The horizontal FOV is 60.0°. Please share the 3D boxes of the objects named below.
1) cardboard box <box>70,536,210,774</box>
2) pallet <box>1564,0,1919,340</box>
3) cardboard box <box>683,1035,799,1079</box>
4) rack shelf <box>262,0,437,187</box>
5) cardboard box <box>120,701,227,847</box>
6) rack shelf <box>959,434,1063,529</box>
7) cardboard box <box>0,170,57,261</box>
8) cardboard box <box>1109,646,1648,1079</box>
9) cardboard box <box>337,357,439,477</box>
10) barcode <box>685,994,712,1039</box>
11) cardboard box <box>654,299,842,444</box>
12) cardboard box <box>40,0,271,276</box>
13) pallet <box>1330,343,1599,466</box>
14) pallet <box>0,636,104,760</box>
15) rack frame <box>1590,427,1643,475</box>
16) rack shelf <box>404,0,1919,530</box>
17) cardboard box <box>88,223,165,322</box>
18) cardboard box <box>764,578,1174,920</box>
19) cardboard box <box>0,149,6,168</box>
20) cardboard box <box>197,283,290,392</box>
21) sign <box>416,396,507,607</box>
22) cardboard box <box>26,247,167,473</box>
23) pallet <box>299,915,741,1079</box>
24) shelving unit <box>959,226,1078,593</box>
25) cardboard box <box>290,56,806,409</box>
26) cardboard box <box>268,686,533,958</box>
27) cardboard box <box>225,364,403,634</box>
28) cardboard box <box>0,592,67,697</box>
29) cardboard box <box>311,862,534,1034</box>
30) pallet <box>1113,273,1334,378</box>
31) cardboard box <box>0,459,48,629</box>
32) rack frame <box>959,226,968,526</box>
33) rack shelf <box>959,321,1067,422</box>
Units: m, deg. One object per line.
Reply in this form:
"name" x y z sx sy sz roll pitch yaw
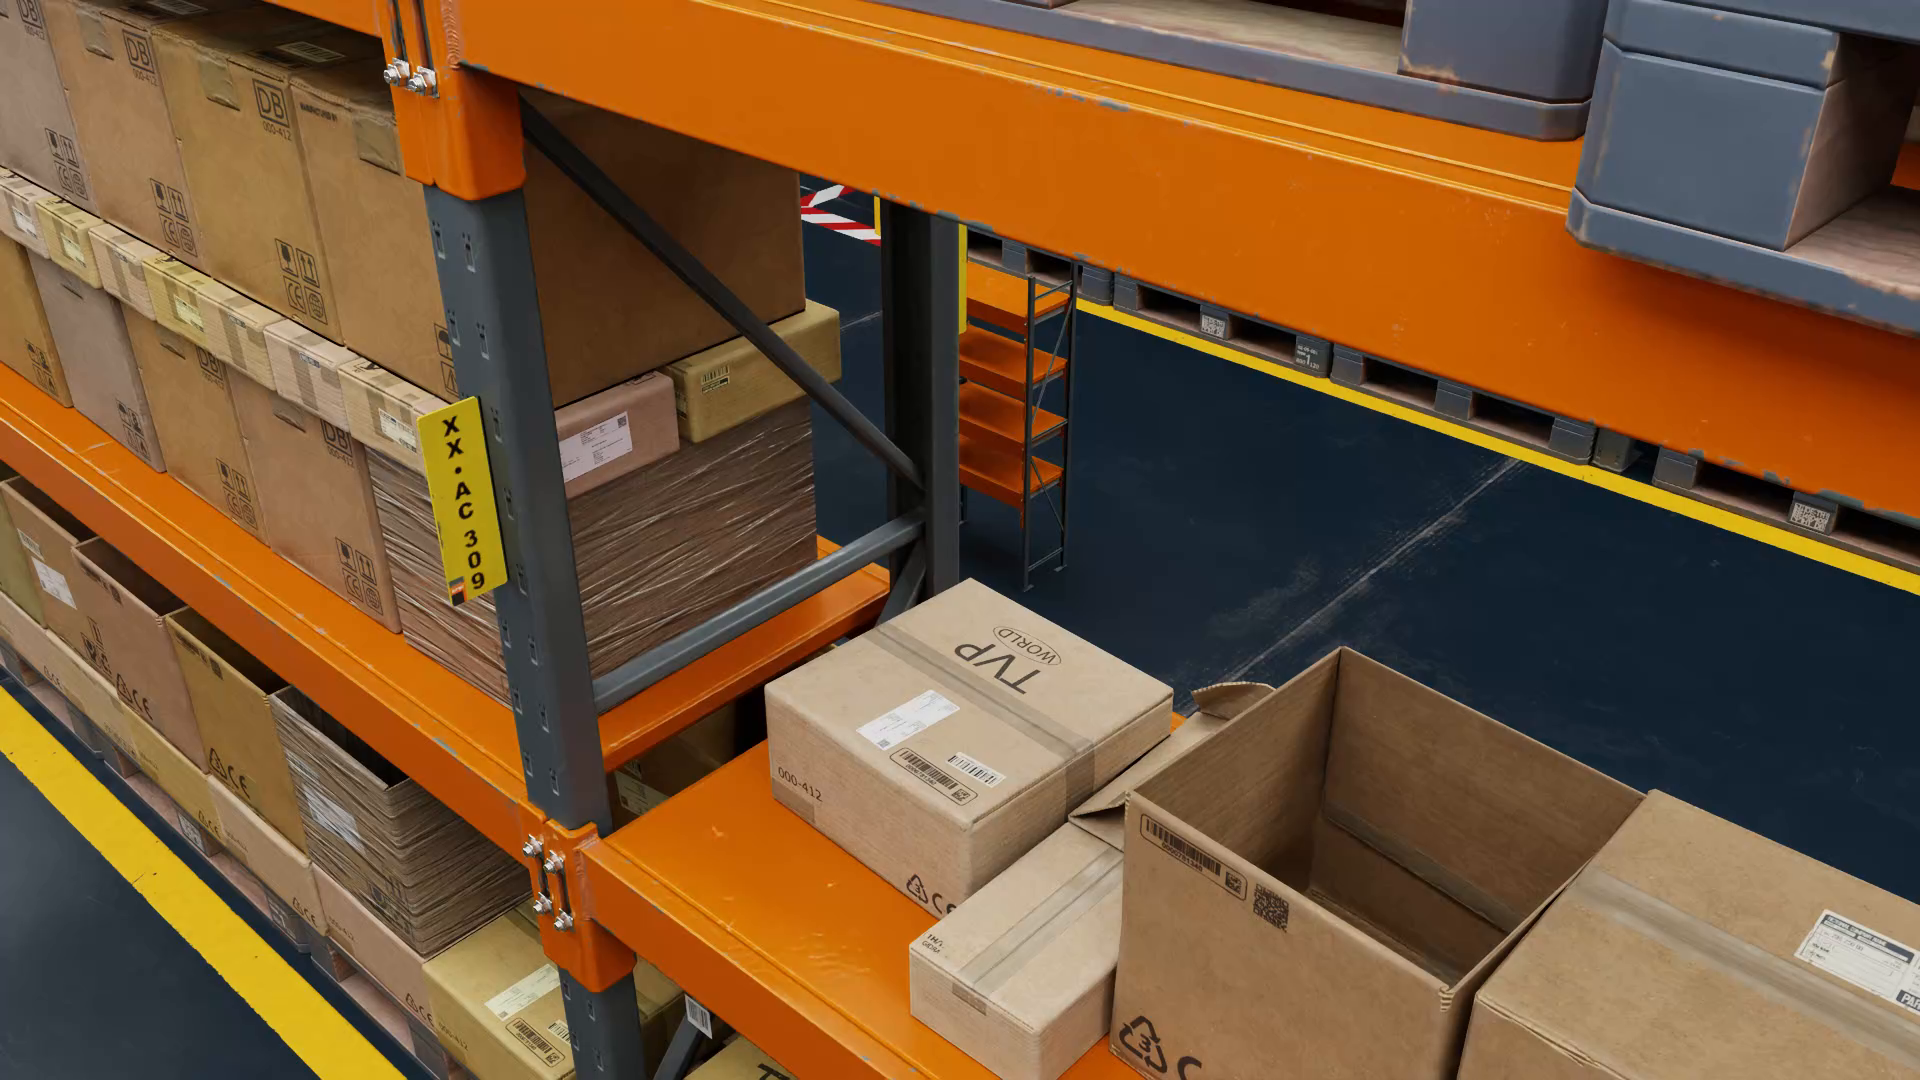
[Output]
"cardboard box" -1.987 0.220 4.507 0.500 0.500 0.500 25 39 35
"pallet" 1.192 -0.269 1.064 1.213 0.211 1.003 27 40 37
"cardboard box" -0.240 1.133 3.174 0.500 0.311 0.500 25 39 35
"rack shelf" -1.863 -1.532 3.675 4.000 0.370 1.077 25 39 35
"cardboard box" -1.986 0.541 4.701 0.500 0.250 0.500 25 39 35
"rack shelf" 0.123 -0.229 5.982 0.480 0.148 0.258 25 39 35
"cardboard box" -2.060 -0.817 3.974 0.250 0.149 0.380 25 39 36
"cardboard box" 0.569 0.549 2.333 0.500 0.500 0.500 -26 40 -36
"cardboard box" -0.907 -0.282 3.084 0.250 0.149 0.380 24 39 34
"barcode" -0.470 0.856 2.986 0.075 0.075 0.001 25 39 35
"cardboard box" -0.449 -0.351 3.198 0.250 0.149 0.380 25 39 35
"cardboard box" -1.459 -0.961 3.583 0.500 0.500 0.700 25 39 35
"pallet" 2.420 -0.783 7.345 1.213 0.211 1.003 25 39 35
"pallet" -2.750 0.196 5.719 1.213 0.211 1.003 25 39 35
"rack frame" 2.942 -1.758 6.263 0.127 3.000 1.000 25 39 35
"rack shelf" 1.103 -0.148 1.376 4.000 0.370 1.077 25 39 35
"cardboard box" -1.665 -0.636 3.672 0.250 0.149 0.380 26 40 36
"cardboard box" 0.015 0.355 2.897 0.500 0.250 0.500 -27 40 -37
"cardboard box" -2.201 -1.307 4.158 0.500 0.500 0.700 25 39 35
"cardboard box" -1.298 -0.462 3.384 0.250 0.149 0.380 25 39 35
"sign" -0.751 -0.055 2.517 0.005 0.325 0.100 25 39 35
"cardboard box" -1.858 -0.589 4.223 0.500 0.500 0.700 26 40 36
"pallet" -0.941 1.041 4.317 1.213 0.211 1.003 25 39 35
"shelving unit" 0.123 -0.457 5.845 0.503 1.200 0.258 25 39 35
"cardboard box" -0.713 -0.613 3.004 0.500 0.500 0.700 25 39 35
"cardboard box" -1.233 0.560 3.944 0.500 0.500 0.500 25 39 35
"cardboard box" -1.108 -0.237 3.638 0.500 0.500 0.700 25 39 35
"cardboard box" -2.724 0.193 5.280 0.500 0.250 0.500 25 39 35
"cardboard box" -1.234 0.882 4.136 0.500 0.250 0.500 25 39 35
"pallet" 1.511 -1.205 8.047 1.213 0.211 1.003 25 39 35
"cardboard box" -2.725 -0.127 5.085 0.500 0.500 0.500 25 39 35
"rack frame" -0.058 -0.541 5.986 0.015 1.200 0.240 25 39 35
"rack shelf" 0.123 -0.591 5.765 0.480 0.148 0.258 25 39 35
